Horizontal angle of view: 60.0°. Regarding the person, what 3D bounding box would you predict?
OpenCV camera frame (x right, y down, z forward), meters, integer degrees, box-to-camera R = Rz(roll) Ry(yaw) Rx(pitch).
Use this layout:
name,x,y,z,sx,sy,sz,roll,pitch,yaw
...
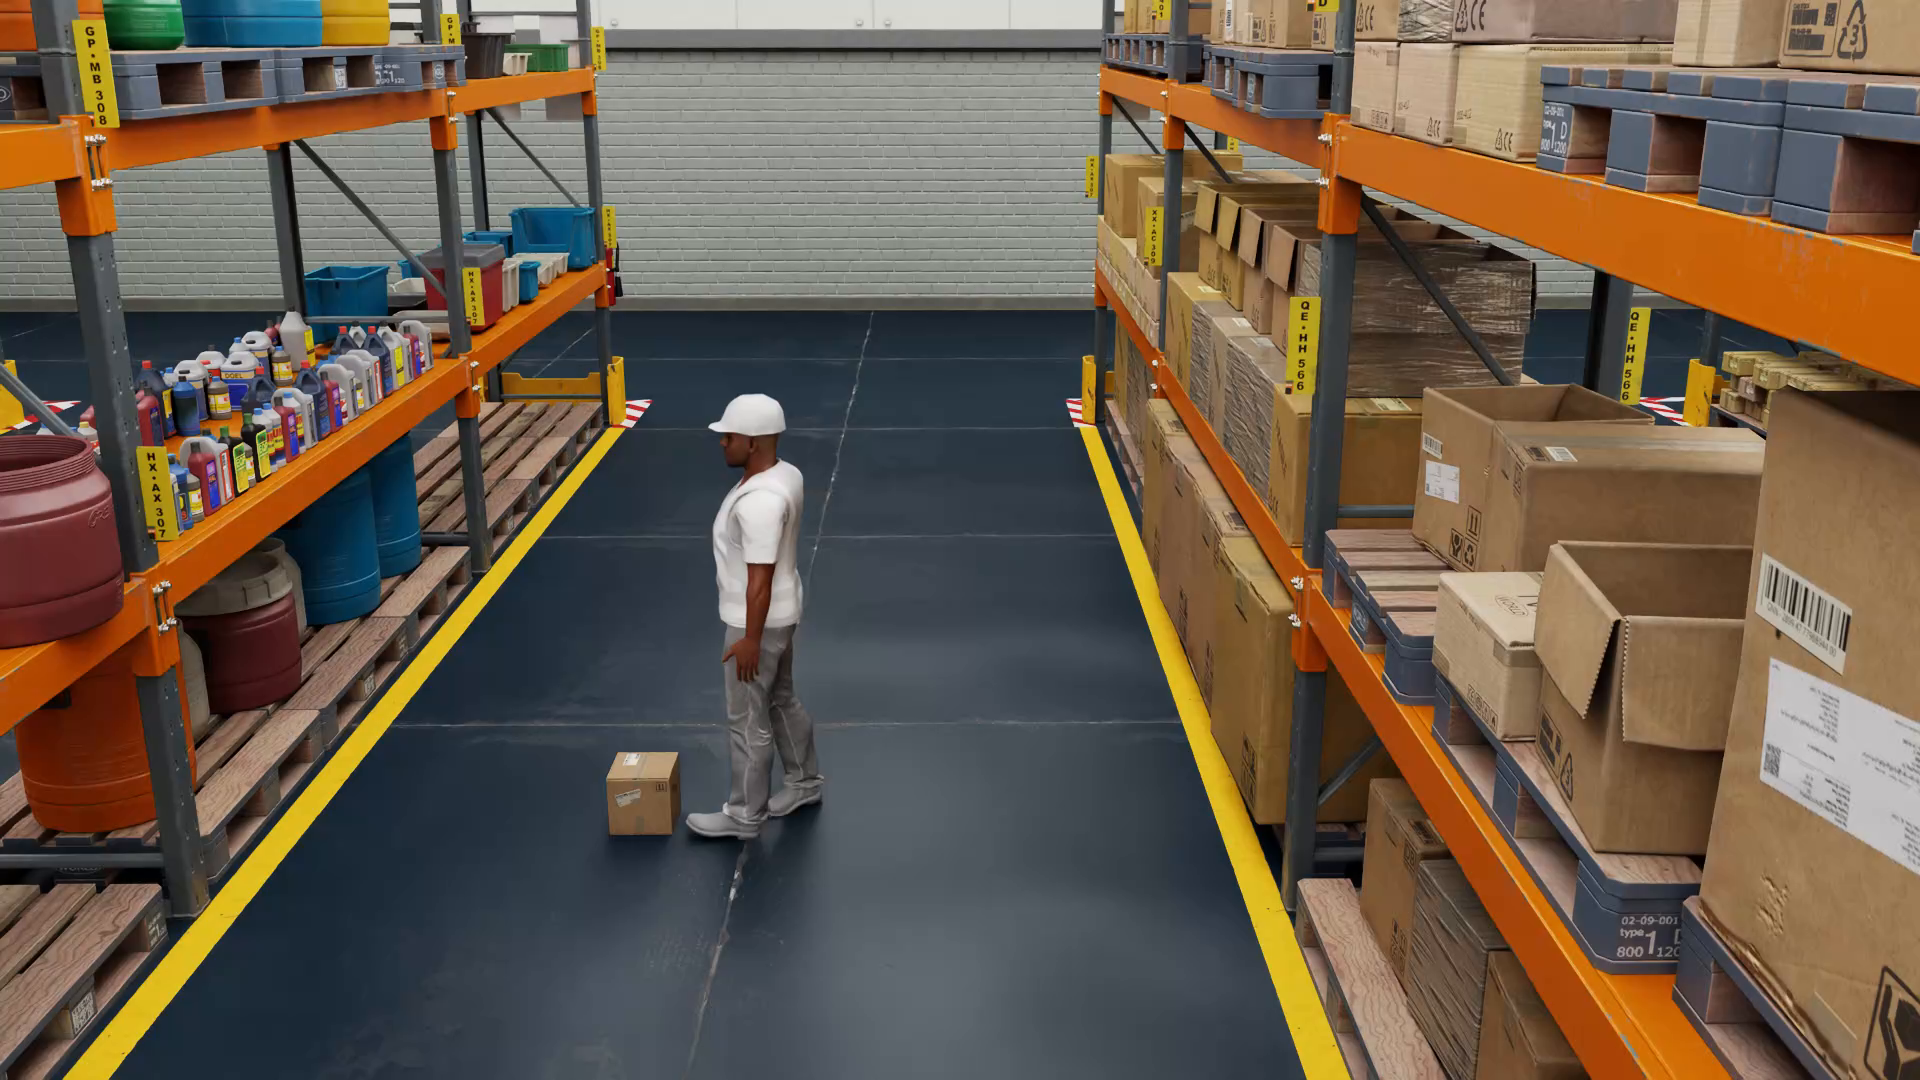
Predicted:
name,x,y,z,sx,sy,sz,roll,pitch,yaw
person,-0.831,0.306,6.512,0.533,1.776,0.588,0,17,1
